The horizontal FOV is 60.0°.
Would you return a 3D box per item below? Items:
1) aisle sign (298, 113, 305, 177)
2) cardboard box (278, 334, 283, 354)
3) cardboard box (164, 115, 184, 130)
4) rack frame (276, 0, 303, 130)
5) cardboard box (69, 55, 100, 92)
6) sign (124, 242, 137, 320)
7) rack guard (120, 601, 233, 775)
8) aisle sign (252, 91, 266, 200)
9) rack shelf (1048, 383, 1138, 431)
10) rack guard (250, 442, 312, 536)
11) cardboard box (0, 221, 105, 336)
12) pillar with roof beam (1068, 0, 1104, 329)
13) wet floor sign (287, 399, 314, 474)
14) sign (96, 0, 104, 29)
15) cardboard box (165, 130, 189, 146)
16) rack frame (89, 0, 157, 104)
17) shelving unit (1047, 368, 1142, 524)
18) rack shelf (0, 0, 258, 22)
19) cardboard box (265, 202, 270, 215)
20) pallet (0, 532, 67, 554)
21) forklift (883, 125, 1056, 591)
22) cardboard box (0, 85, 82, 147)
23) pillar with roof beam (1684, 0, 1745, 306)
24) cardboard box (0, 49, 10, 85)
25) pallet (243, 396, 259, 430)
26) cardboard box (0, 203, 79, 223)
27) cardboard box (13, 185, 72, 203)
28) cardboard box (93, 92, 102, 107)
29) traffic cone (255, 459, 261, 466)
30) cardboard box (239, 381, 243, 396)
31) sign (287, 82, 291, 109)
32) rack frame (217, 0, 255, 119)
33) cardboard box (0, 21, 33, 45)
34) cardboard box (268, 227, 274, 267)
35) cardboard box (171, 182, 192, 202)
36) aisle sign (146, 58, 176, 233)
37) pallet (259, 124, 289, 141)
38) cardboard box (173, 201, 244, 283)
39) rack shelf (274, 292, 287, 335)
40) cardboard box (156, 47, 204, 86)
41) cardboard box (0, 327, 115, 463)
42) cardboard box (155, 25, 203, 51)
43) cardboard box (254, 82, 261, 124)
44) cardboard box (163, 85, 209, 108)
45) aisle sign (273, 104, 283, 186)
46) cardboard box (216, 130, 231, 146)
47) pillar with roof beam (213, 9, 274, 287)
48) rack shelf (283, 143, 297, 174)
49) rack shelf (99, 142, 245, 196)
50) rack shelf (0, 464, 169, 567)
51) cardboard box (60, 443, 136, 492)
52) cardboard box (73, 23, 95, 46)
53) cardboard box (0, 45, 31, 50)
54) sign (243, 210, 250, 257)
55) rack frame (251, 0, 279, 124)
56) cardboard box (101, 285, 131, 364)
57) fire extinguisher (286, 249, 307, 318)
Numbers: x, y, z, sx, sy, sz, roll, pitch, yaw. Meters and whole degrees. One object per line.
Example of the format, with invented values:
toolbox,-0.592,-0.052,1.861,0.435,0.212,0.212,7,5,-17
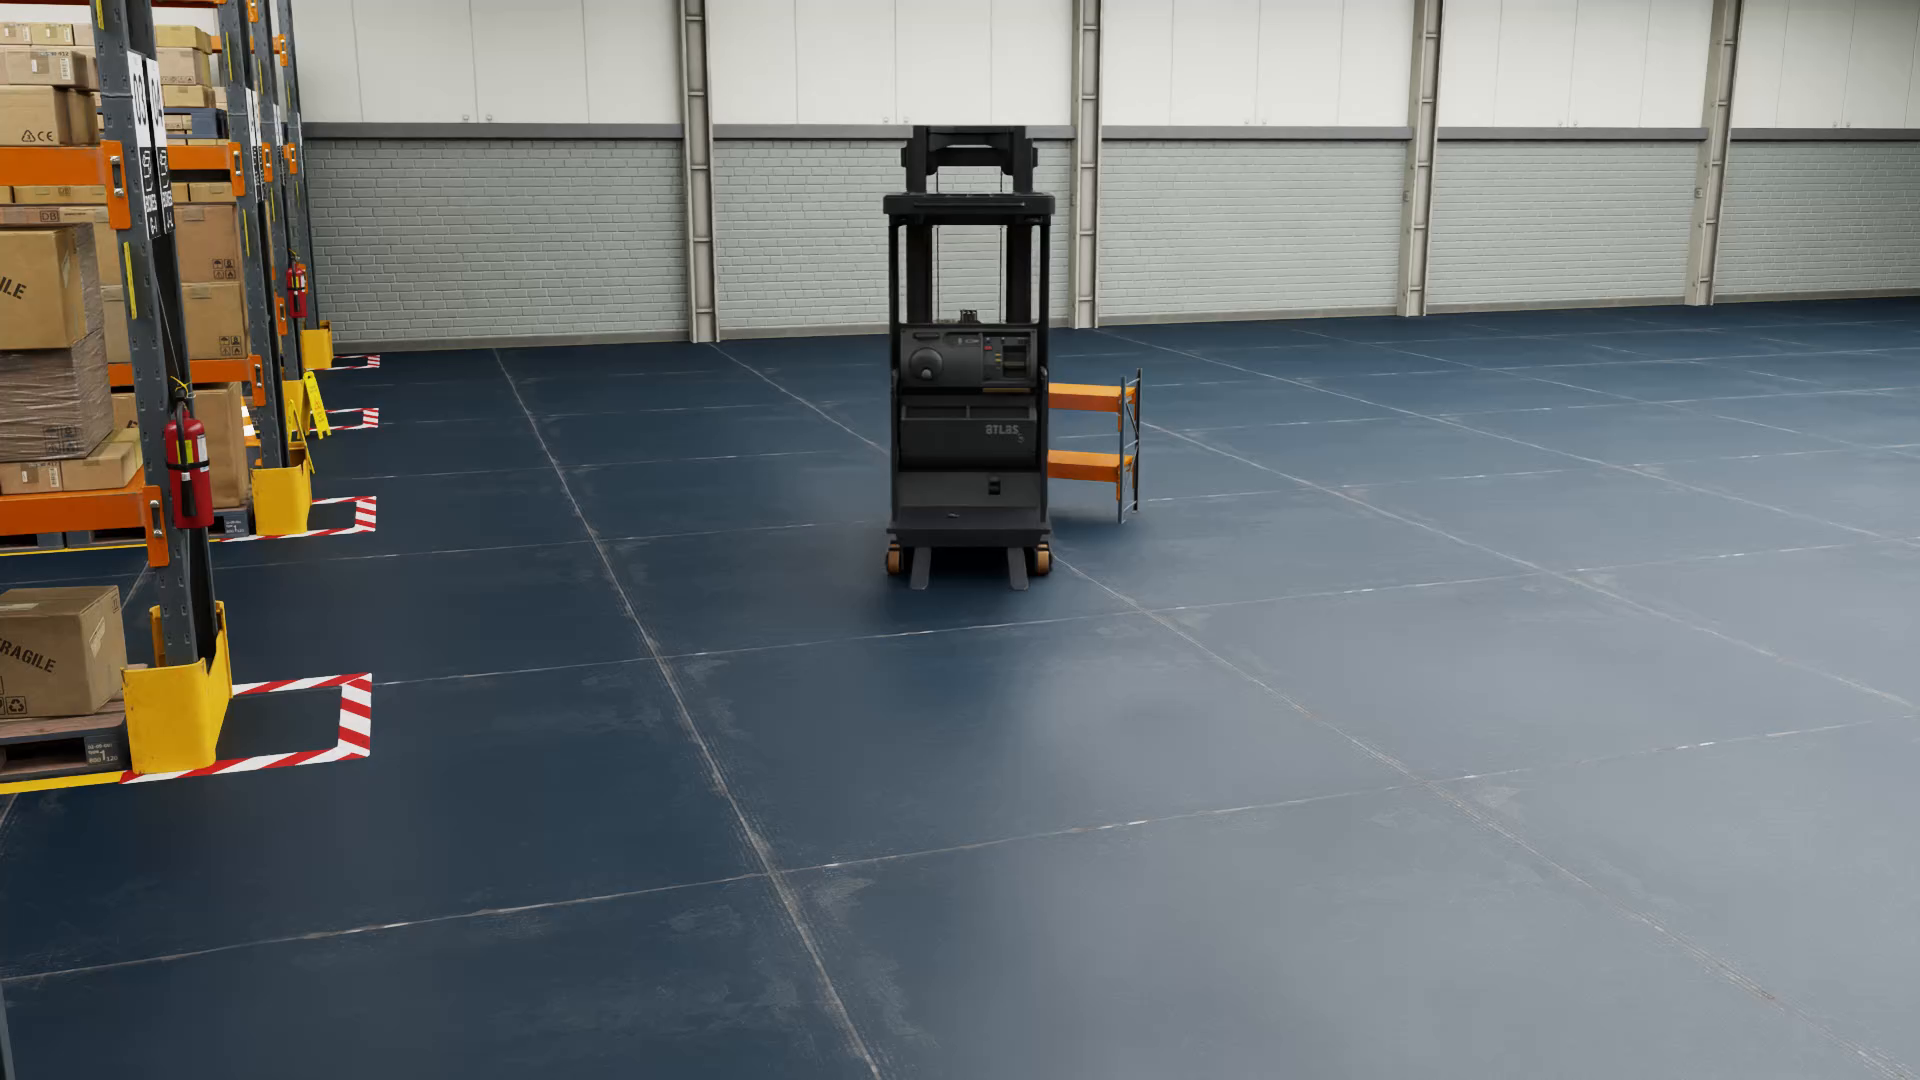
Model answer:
aisle sign,-8.331,-4.992,21.031,0.004,0.787,0.394,-4,14,-18
cardboard box,-8.832,-2.550,21.415,0.500,0.250,0.500,-4,14,-18
cardboard box,-7.781,-4.099,16.093,0.500,0.250,0.500,-5,14,-19
rack frame,-8.487,-6.706,20.888,0.127,3.000,1.000,-4,14,-18
cardboard box,-4.075,-2.136,7.621,0.250,0.149,0.380,-5,14,-18
sign,-3.582,-1.119,7.181,0.005,0.325,0.100,-4,14,-18
rack guard,-3.812,0.696,8.135,0.348,0.500,1.175,-4,14,-18
aisle sign,-5.255,-2.956,12.472,0.004,0.787,0.394,-4,14,-18
rack shelf,0.830,-1.052,12.869,1.000,0.278,0.538,5,14,20
rack guard,-5.203,-0.406,12.771,0.348,0.500,1.175,-4,14,-18
cardboard box,-4.348,-1.224,7.788,0.500,0.500,0.500,-4,14,-18
pillar with roof beam,3.312,-6.794,21.257,0.400,9.000,9.100,-4,14,-18
wet floor sign,-5.830,-0.912,14.581,0.232,0.644,0.267,-7,15,-28
sign,-3.582,-2.292,6.902,0.005,0.325,0.100,-4,14,-18
cardboard box,-7.638,-3.911,16.162,0.250,0.149,0.380,-4,14,-16
rack frame,-3.740,-3.444,7.175,0.127,3.000,1.000,-4,14,-18
shelving unit,0.830,-0.767,12.936,1.048,1.125,0.538,5,14,20
rack shelf,-8.796,-5.118,15.776,4.000,0.370,1.077,-4,14,-18
cardboard box,-8.760,-4.223,21.156,0.250,0.149,0.380,-4,14,-18
pallet,-7.113,-0.099,12.102,1.213,0.211,1.003,-4,14,-18
forklift,0.061,-1.262,11.117,1.130,2.935,3.031,0,13,0
cardboard box,-4.116,-1.820,7.156,0.500,0.250,0.500,-4,14,-17
pillar with roof beam,14.685,-7.679,24.980,0.400,9.000,9.100,-4,14,-18
cardboard box,-4.188,-2.023,7.147,0.250,0.149,0.380,-5,14,-20
pallet,-7.754,-1.284,17.086,1.213,0.211,1.003,-4,14,-18
cardboard box,-6.656,-2.128,11.948,0.550,0.550,0.875,-4,14,-18
cardboard box,-8.765,-3.191,16.055,0.500,0.500,0.700,-5,14,-18
cardboard box,-5.915,-3.074,11.522,0.250,0.149,0.380,-4,14,-17
traffic cone,-6.221,-0.932,15.060,0.334,0.463,0.336,-4,14,-18
cardboard box,-7.753,-1.567,17.281,0.500,0.250,0.500,-5,14,-19
sign,-8.327,-5.519,20.637,0.005,0.325,0.100,-4,14,-18
rack frame,-5.226,-4.539,11.780,0.127,3.000,1.000,-4,14,-18
cardboard box,-6.399,-3.425,11.272,0.250,0.149,0.380,-4,14,-18
cardboard box,-8.870,-3.742,21.176,0.500,0.500,0.500,-5,14,-19
cardboard box,-7.797,-3.257,16.335,0.500,0.500,0.700,-4,14,-18
aisle sign,-3.777,-1.860,7.864,0.004,0.787,0.394,-4,14,-18
pallet,-9.166,-5.157,21.050,1.213,0.211,1.003,-4,14,-18
cardboard box,-5.590,-2.200,12.252,0.550,0.550,0.875,-4,14,-18
rack shelf,-8.796,-2.201,16.469,4.000,0.370,1.077,-4,14,-18
cardboard box,-5.601,-3.307,11.640,0.500,0.250,0.500,-4,14,-17
cardboard box,-4.270,-0.684,7.678,0.500,0.500,0.875,-4,14,-18
cardboard box,-5.437,-3.499,11.586,0.250,0.149,0.380,-4,14,-18
cardboard box,-8.829,-5.462,20.802,0.500,0.500,0.500,-4,14,-16
cardboard box,-5.433,-3.112,11.680,0.250,0.149,0.380,-4,14,-18
aisle sign,-6.749,-3.905,16.458,0.004,0.787,0.394,-4,14,-18
cardboard box,-7.150,-3.948,16.320,0.250,0.149,0.380,-4,14,-18
pillar with roof beam,-8.062,-5.908,17.534,0.400,9.000,9.100,-4,14,-18
rack shelf,-10.383,-4.749,20.698,4.000,0.370,1.077,-4,14,-18
rack shelf,-7.122,-2.582,11.590,4.000,0.370,1.077,-4,14,-18
rack shelf,-5.636,-0.028,7.332,4.000,0.370,1.077,-4,14,-18
cardboard box,-3.944,-0.337,7.620,0.250,0.149,0.380,-4,14,-18
cardboard box,-5.917,-3.462,11.430,0.250,0.149,0.380,-4,14,-17
cardboard box,-6.551,-3.234,11.331,0.500,0.250,0.500,-5,14,-18
sign,-5.066,-2.179,11.808,0.005,0.325,0.100,-4,14,-18
rack frame,-6.901,-5.617,16.313,0.127,3.000,1.000,-4,14,-18
cardboard box,-6.078,-1.611,12.109,0.550,0.550,0.875,-4,14,-18
fire extinguisher,-6.645,-2.569,16.626,0.183,0.674,0.296,-4,14,-18
